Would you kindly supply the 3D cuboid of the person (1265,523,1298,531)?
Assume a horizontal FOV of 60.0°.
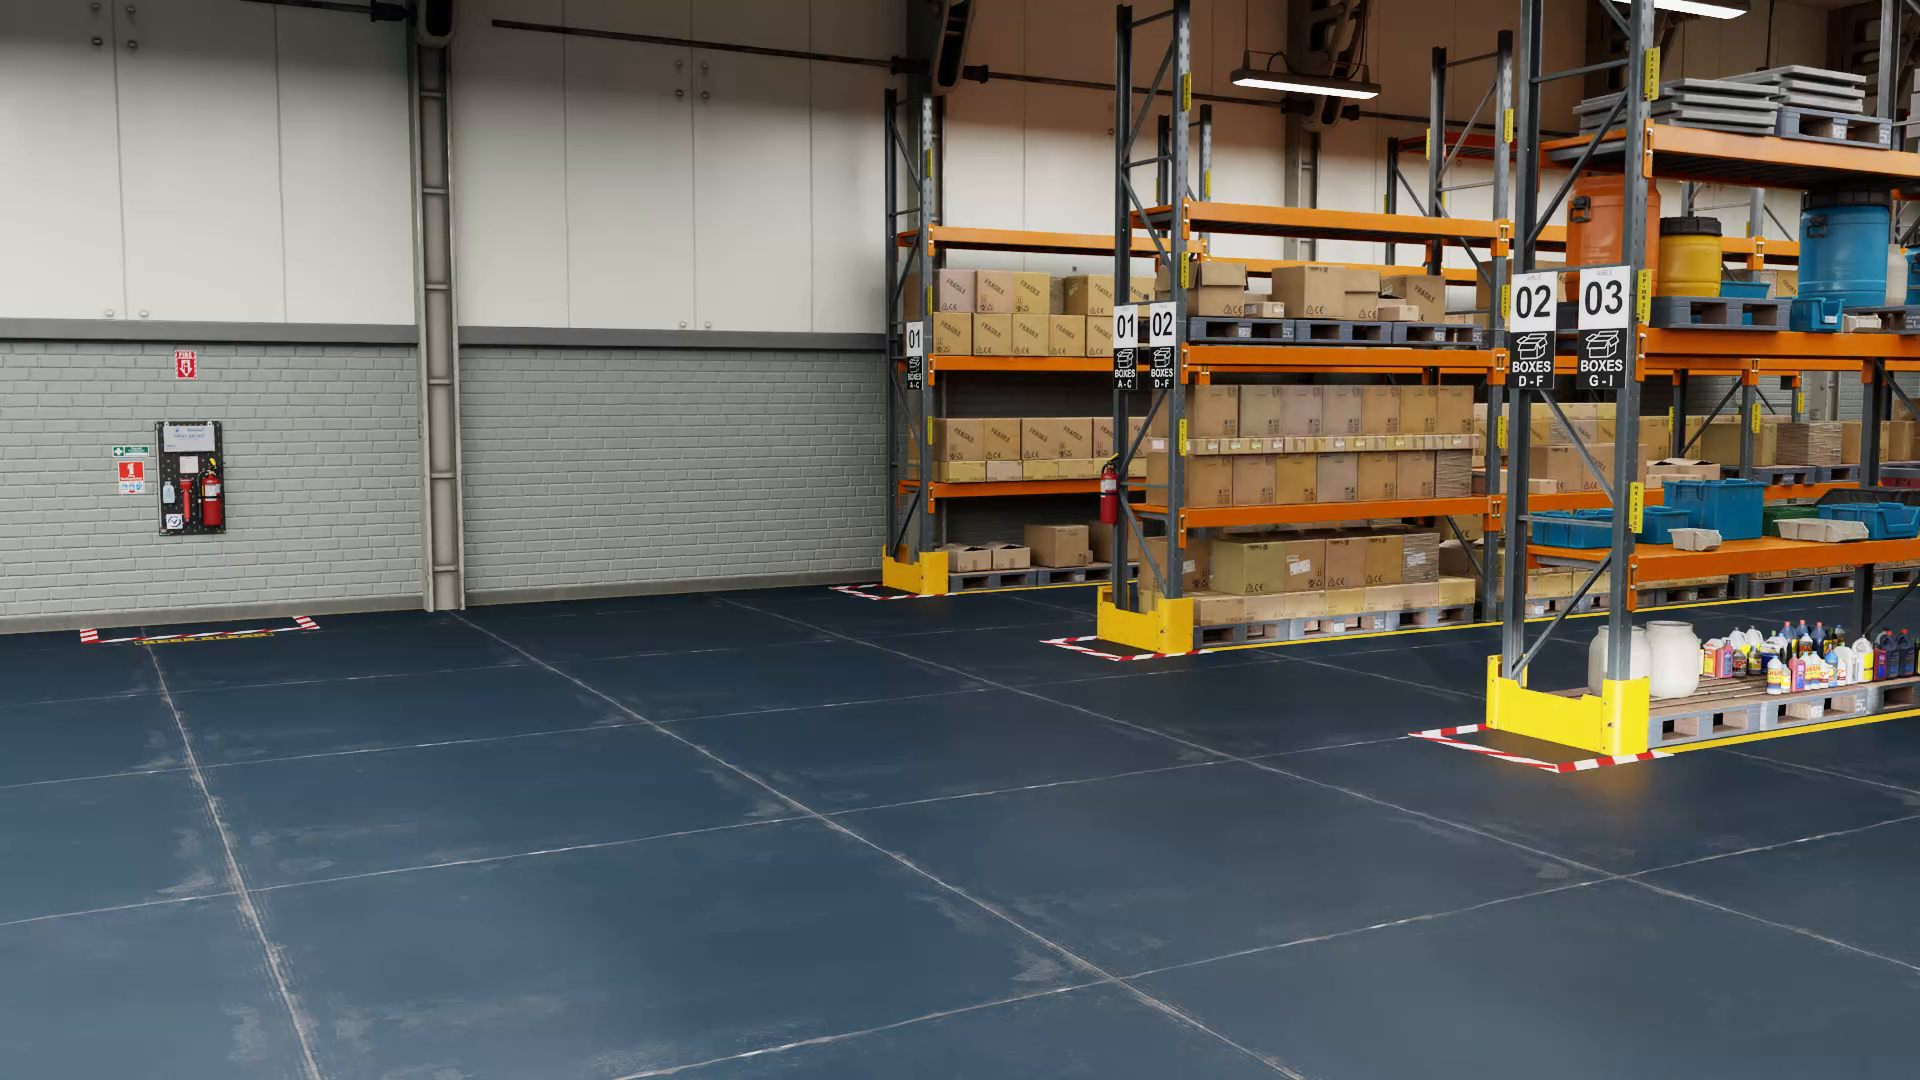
[{"bbox_3d":[3.746,-0.157,19.321,0.523,1.763,0.438,-1,5,-12],"label":"person"}]
